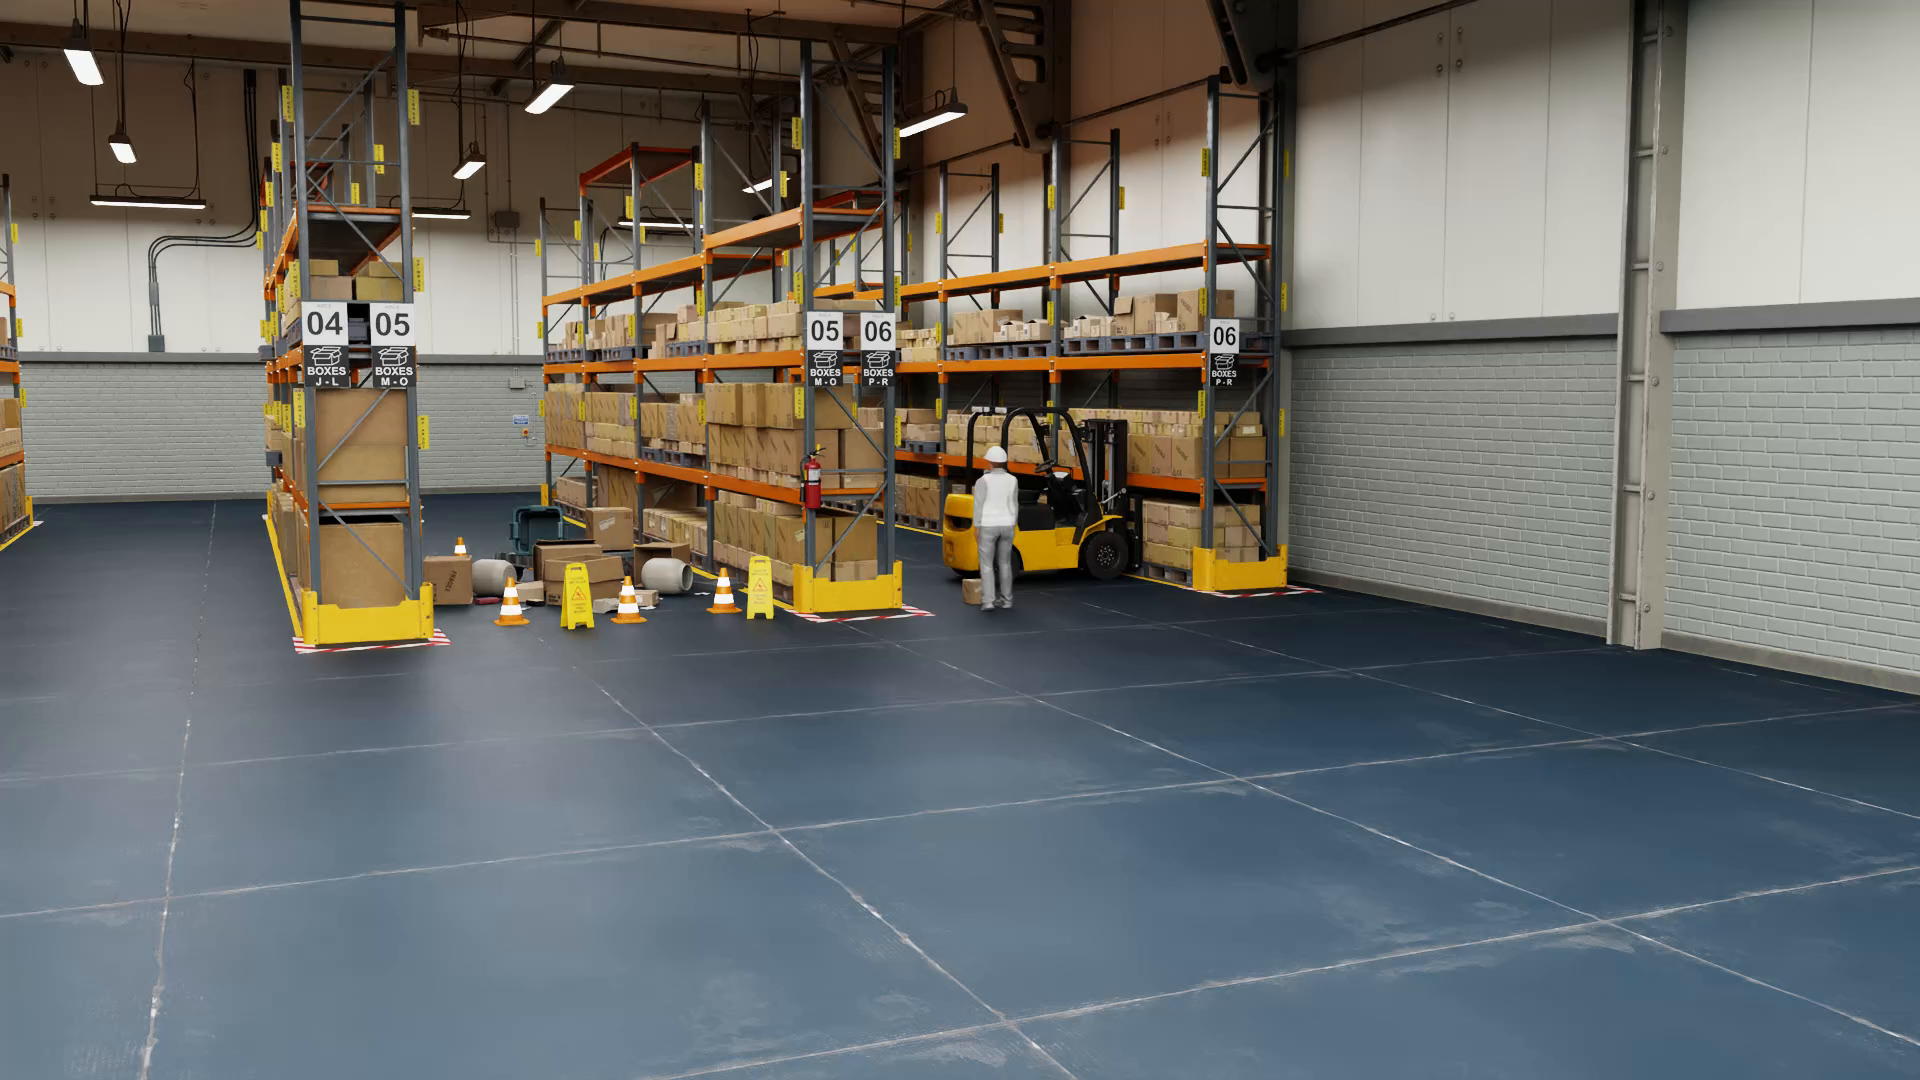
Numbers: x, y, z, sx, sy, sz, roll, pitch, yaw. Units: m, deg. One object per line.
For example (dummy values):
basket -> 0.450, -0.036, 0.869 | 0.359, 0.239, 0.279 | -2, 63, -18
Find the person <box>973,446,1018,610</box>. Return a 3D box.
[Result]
person -> 0.376, -0.104, 18.118 | 0.534, 1.838, 0.374 | -2, 6, -23
